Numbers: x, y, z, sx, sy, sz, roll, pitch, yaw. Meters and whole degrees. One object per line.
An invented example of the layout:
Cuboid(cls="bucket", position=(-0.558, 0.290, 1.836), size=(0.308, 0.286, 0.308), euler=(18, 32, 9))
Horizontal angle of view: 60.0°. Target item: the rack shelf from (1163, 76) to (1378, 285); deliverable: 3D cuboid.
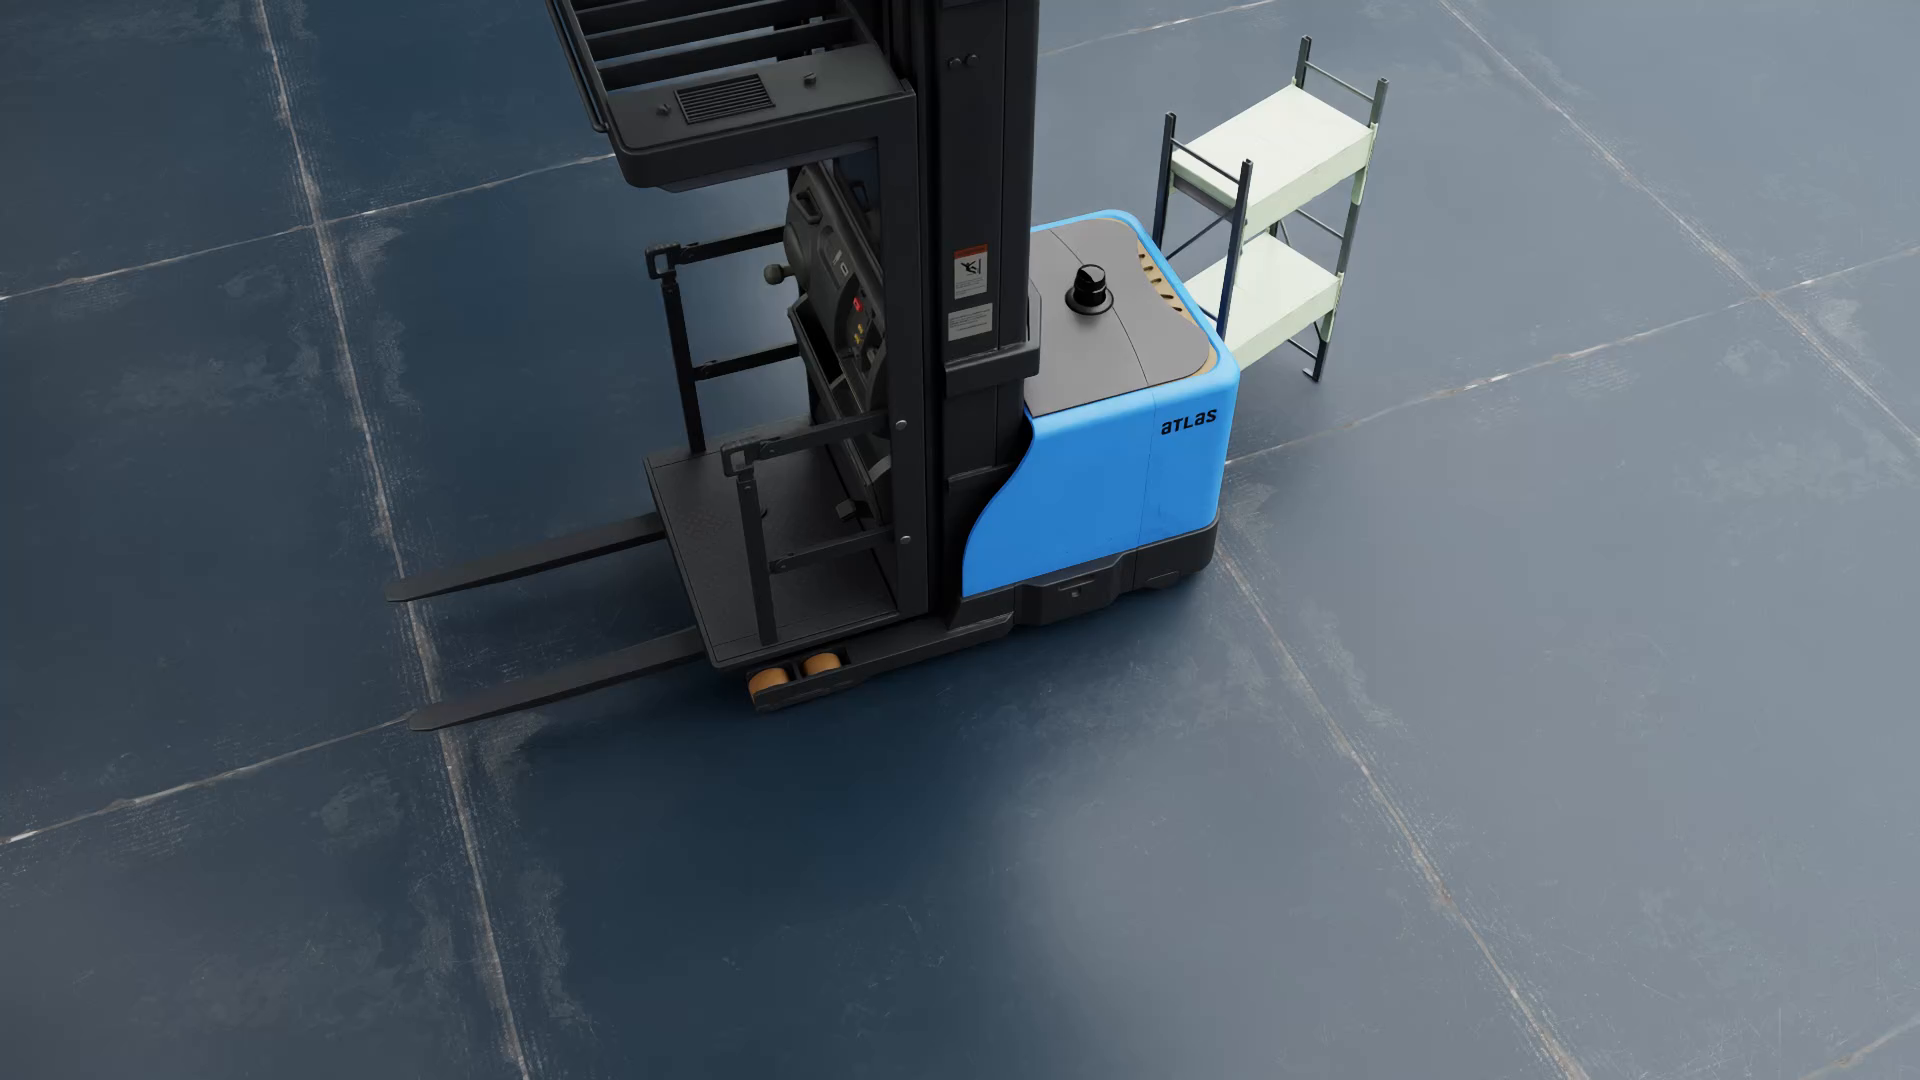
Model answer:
Cuboid(cls="rack shelf", position=(1.147, -1.360, 6.256), size=(0.720, 0.370, 0.431), euler=(-34, 57, -26))

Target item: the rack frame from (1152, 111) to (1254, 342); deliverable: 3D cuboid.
Cuboid(cls="rack frame", position=(0.873, -0.922, 6.394), size=(0.023, 1.500, 0.400), euler=(-34, 57, -26))

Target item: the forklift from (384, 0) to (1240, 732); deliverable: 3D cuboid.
Cuboid(cls="forklift", position=(-0.591, -0.789, 5.336), size=(3.031, 2.935, 1.130), euler=(-16, 51, -13))

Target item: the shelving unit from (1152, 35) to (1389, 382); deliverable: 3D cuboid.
Cuboid(cls="shelving unit", position=(1.147, -1.106, 6.552), size=(0.755, 1.500, 0.431), euler=(-34, 57, -26))

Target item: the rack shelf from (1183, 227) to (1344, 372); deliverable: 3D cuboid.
Cuboid(cls="rack shelf", position=(1.147, -0.893, 6.799), size=(0.720, 0.370, 0.431), euler=(-34, 57, -26))

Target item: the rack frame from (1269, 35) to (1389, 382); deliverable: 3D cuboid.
Cuboid(cls="rack frame", position=(1.421, -1.290, 6.710), size=(0.023, 1.500, 0.400), euler=(-34, 57, -26))
